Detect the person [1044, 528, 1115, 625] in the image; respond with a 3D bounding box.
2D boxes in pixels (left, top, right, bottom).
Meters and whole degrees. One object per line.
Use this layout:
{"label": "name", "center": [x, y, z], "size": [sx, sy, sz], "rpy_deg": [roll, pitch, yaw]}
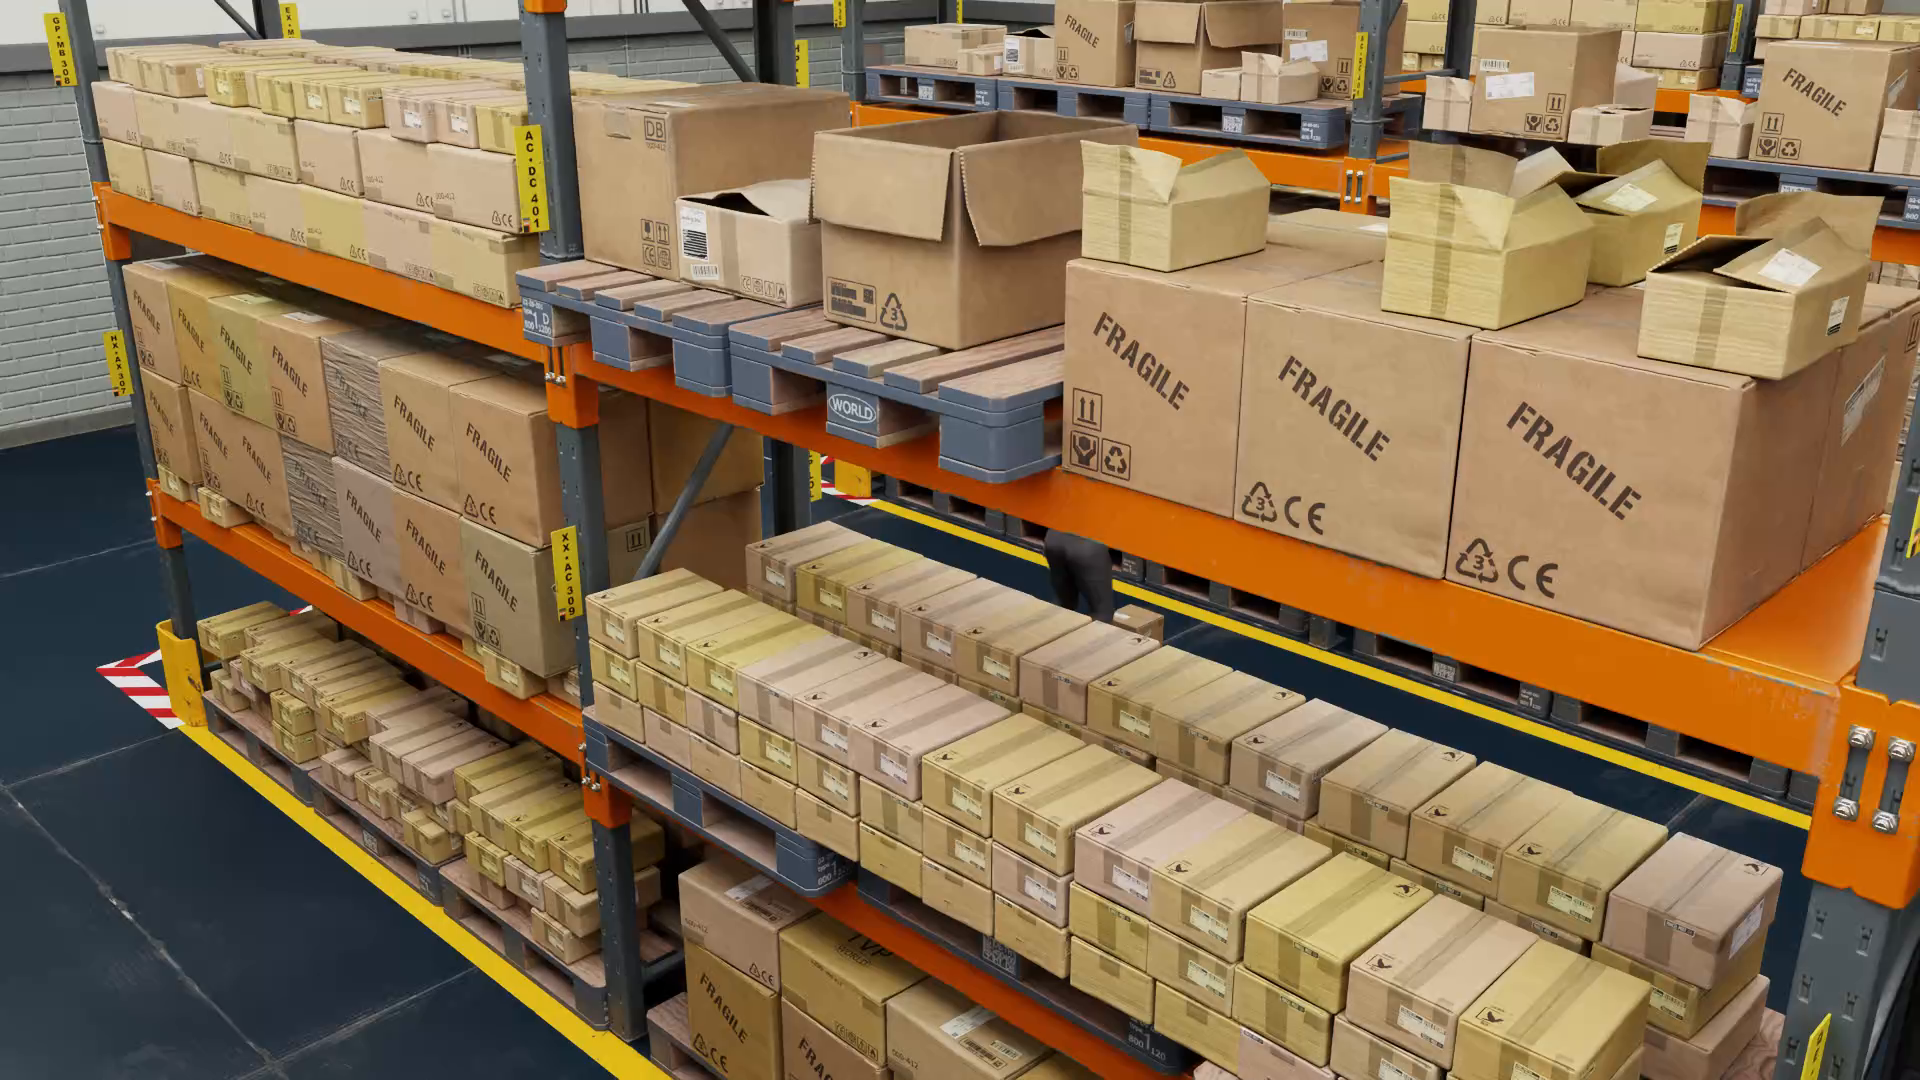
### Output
{"label": "person", "center": [0.633, 0.035, 9.048], "size": [0.337, 1.631, 0.448], "rpy_deg": [-19, 28, -41]}
